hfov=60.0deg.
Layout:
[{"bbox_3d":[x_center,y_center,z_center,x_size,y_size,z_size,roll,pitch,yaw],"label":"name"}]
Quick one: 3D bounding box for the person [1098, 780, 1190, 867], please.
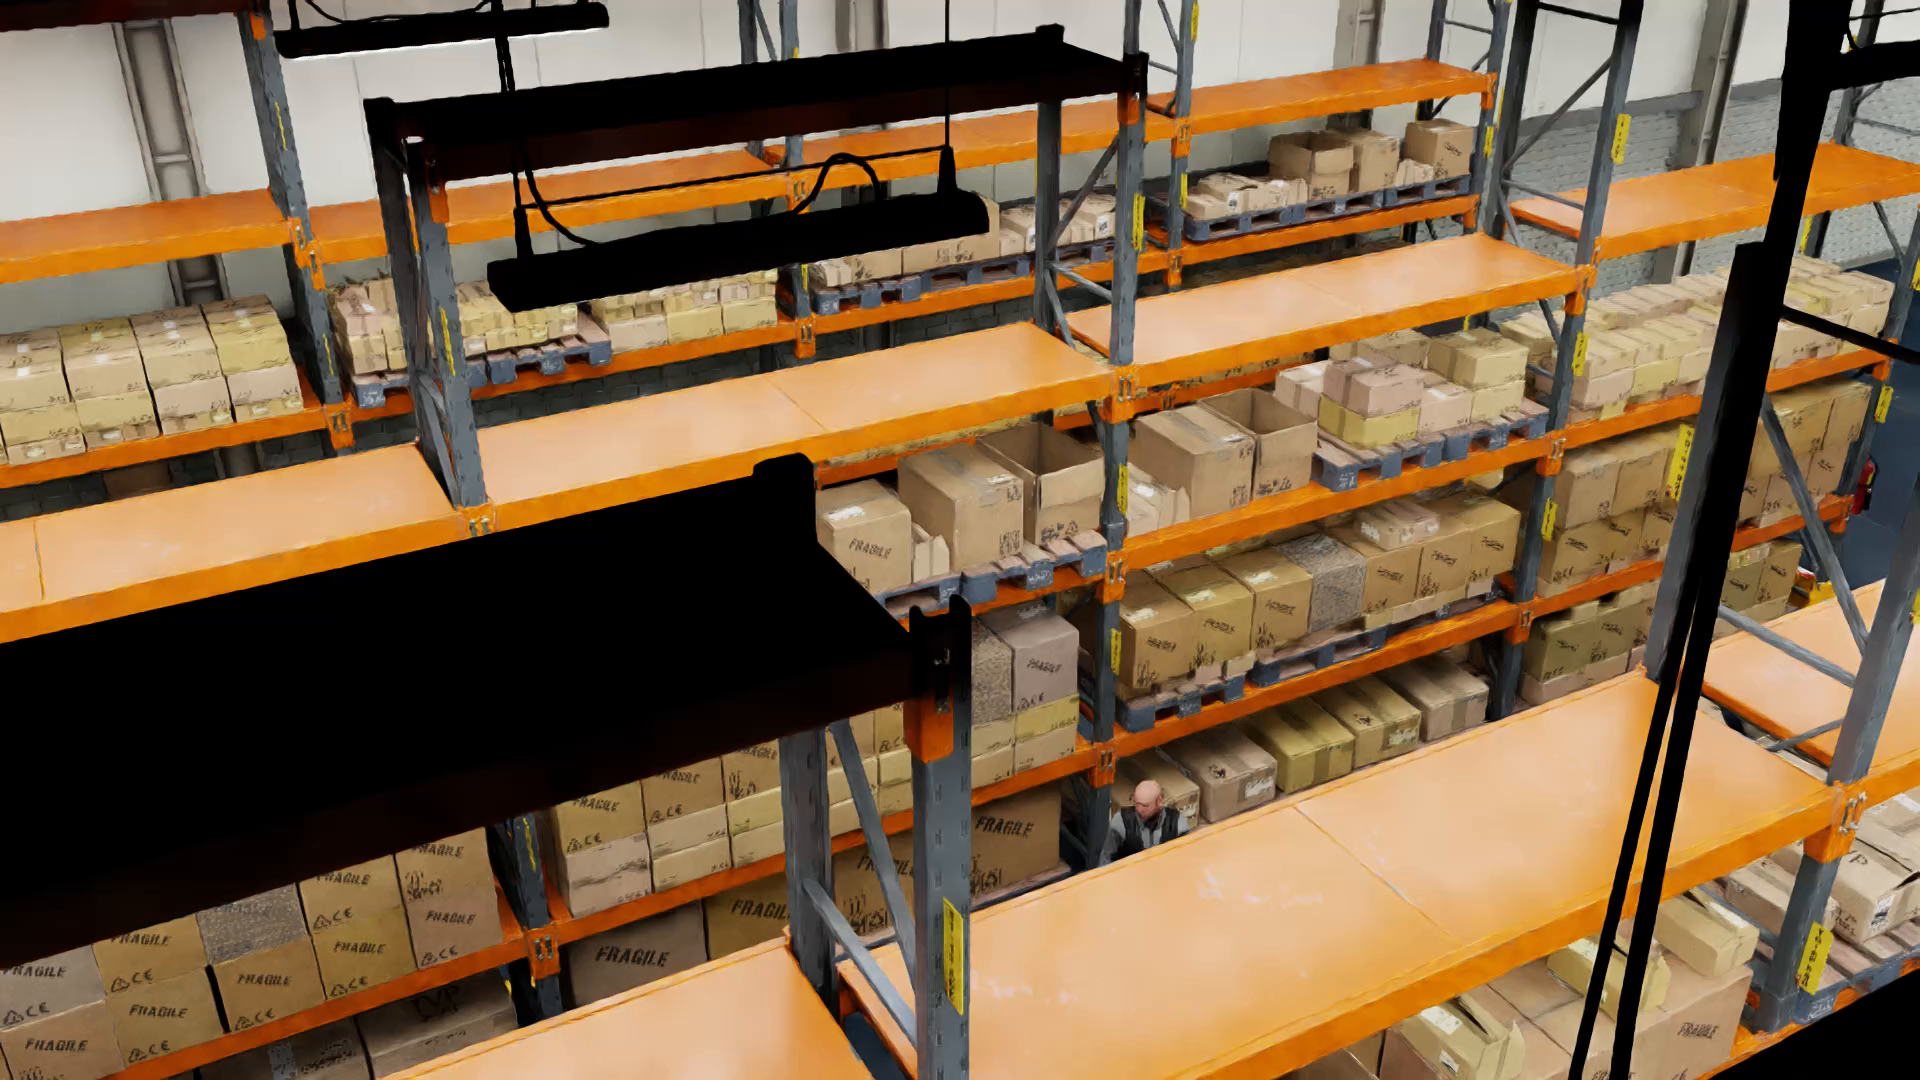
[{"bbox_3d":[1.183,2.292,10.811,0.630,1.718,0.583,-3,28,-5],"label":"person"}]
